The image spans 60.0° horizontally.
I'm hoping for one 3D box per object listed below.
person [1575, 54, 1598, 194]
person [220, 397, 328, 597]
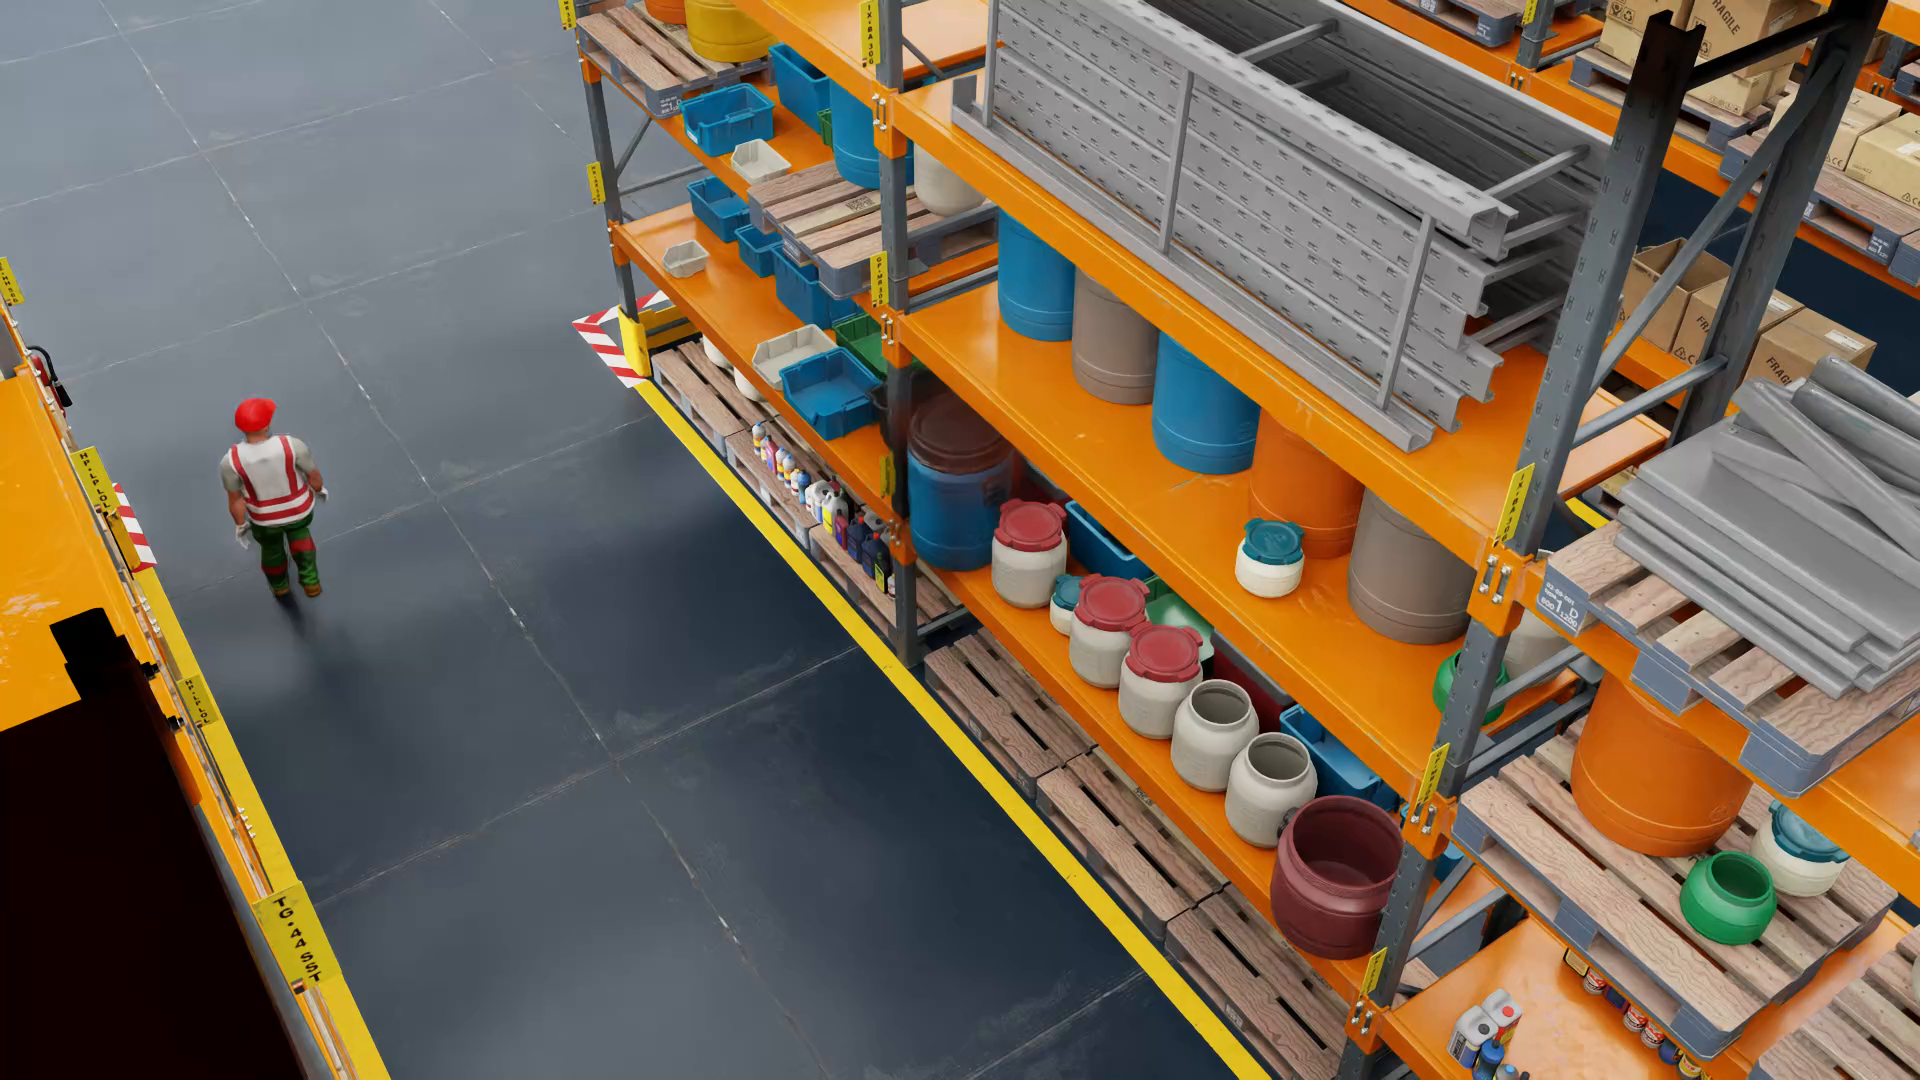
[{"bbox_3d":[5.361,-3.679,14.539,1.084,1.609,0.513,22,47,22],"label":"person"},{"bbox_3d":[-4.383,-0.265,10.734,0.601,1.789,0.654,-12,44,-13],"label":"person"}]
